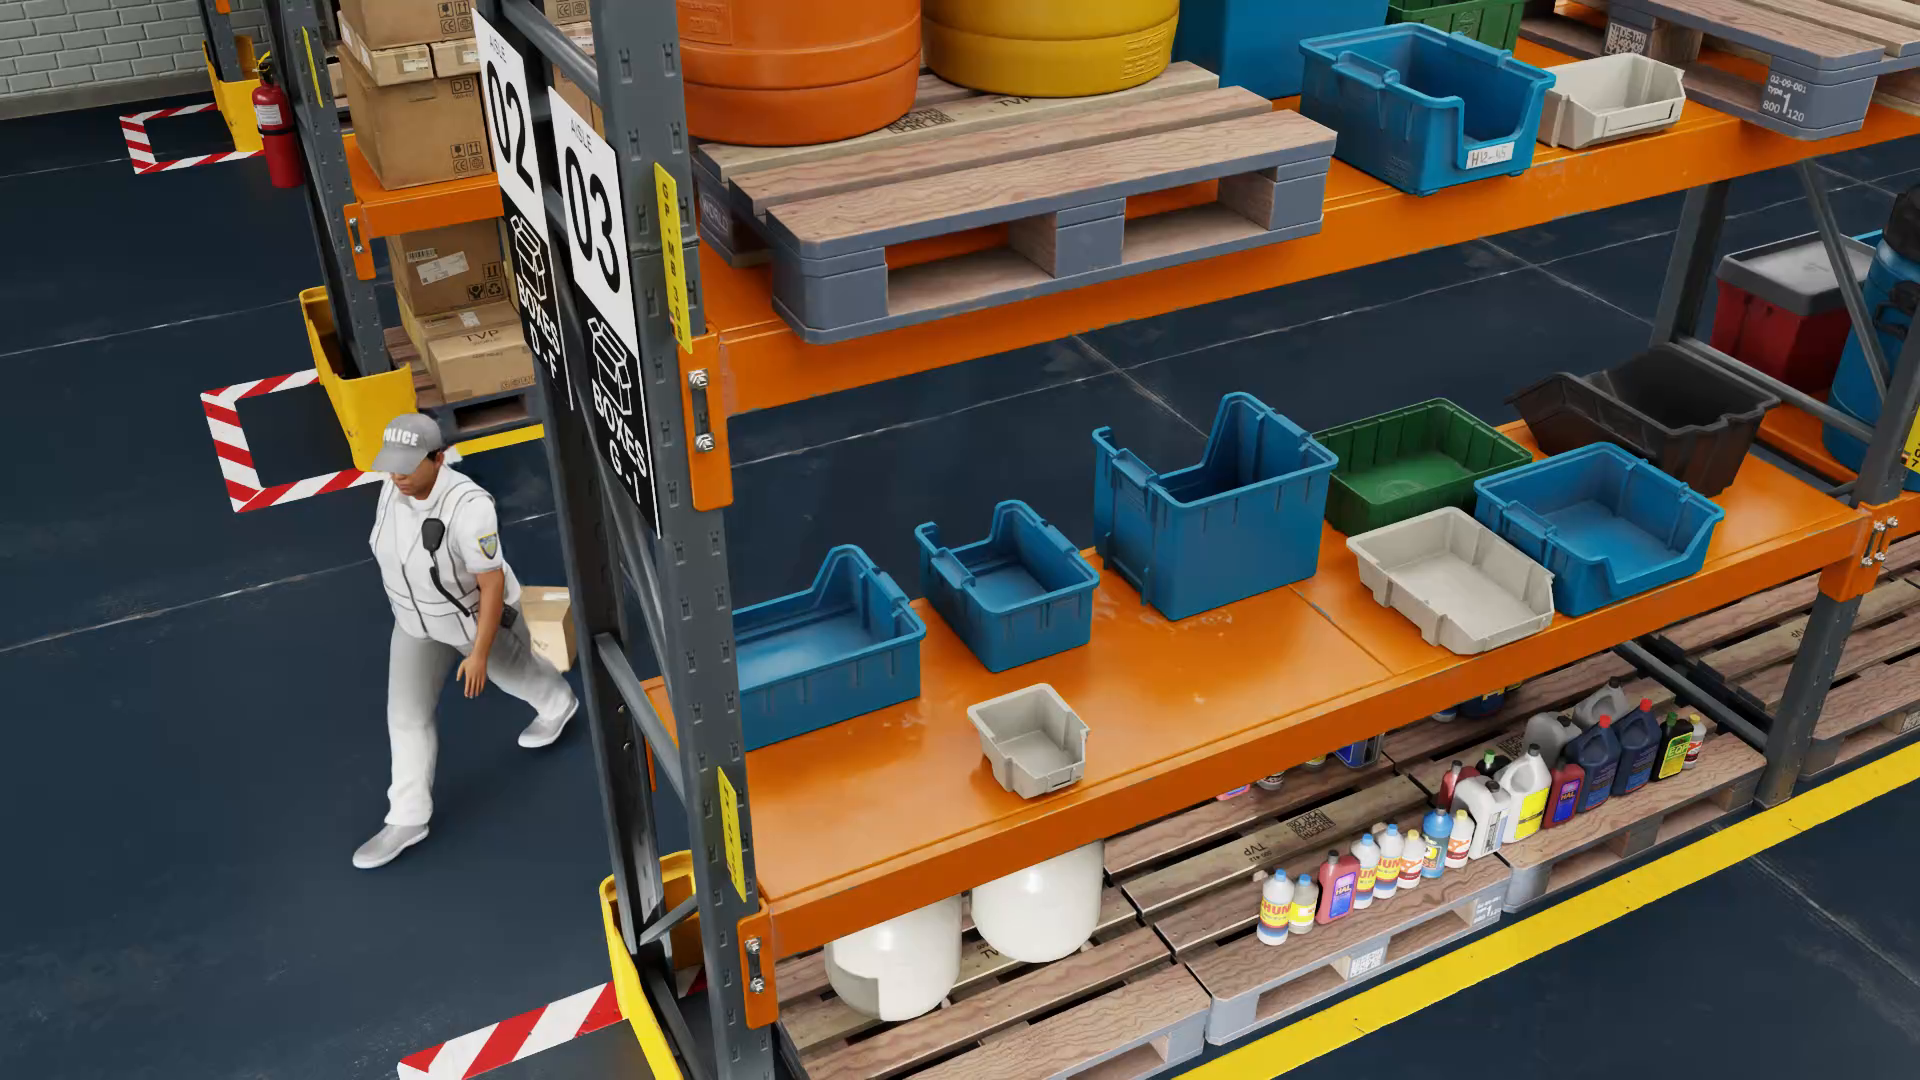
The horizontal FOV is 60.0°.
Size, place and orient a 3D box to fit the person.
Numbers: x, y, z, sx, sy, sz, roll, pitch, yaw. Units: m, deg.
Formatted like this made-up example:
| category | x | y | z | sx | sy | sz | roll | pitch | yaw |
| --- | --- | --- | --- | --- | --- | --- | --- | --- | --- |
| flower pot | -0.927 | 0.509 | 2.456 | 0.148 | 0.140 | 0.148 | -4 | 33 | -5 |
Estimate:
| category | x | y | z | sx | sy | sz | roll | pitch | yaw |
| --- | --- | --- | --- | --- | --- | --- | --- | --- | --- |
| person | -1.741 | 0.273 | 5.725 | 0.489 | 1.593 | 1.060 | 11 | 35 | 16 |
